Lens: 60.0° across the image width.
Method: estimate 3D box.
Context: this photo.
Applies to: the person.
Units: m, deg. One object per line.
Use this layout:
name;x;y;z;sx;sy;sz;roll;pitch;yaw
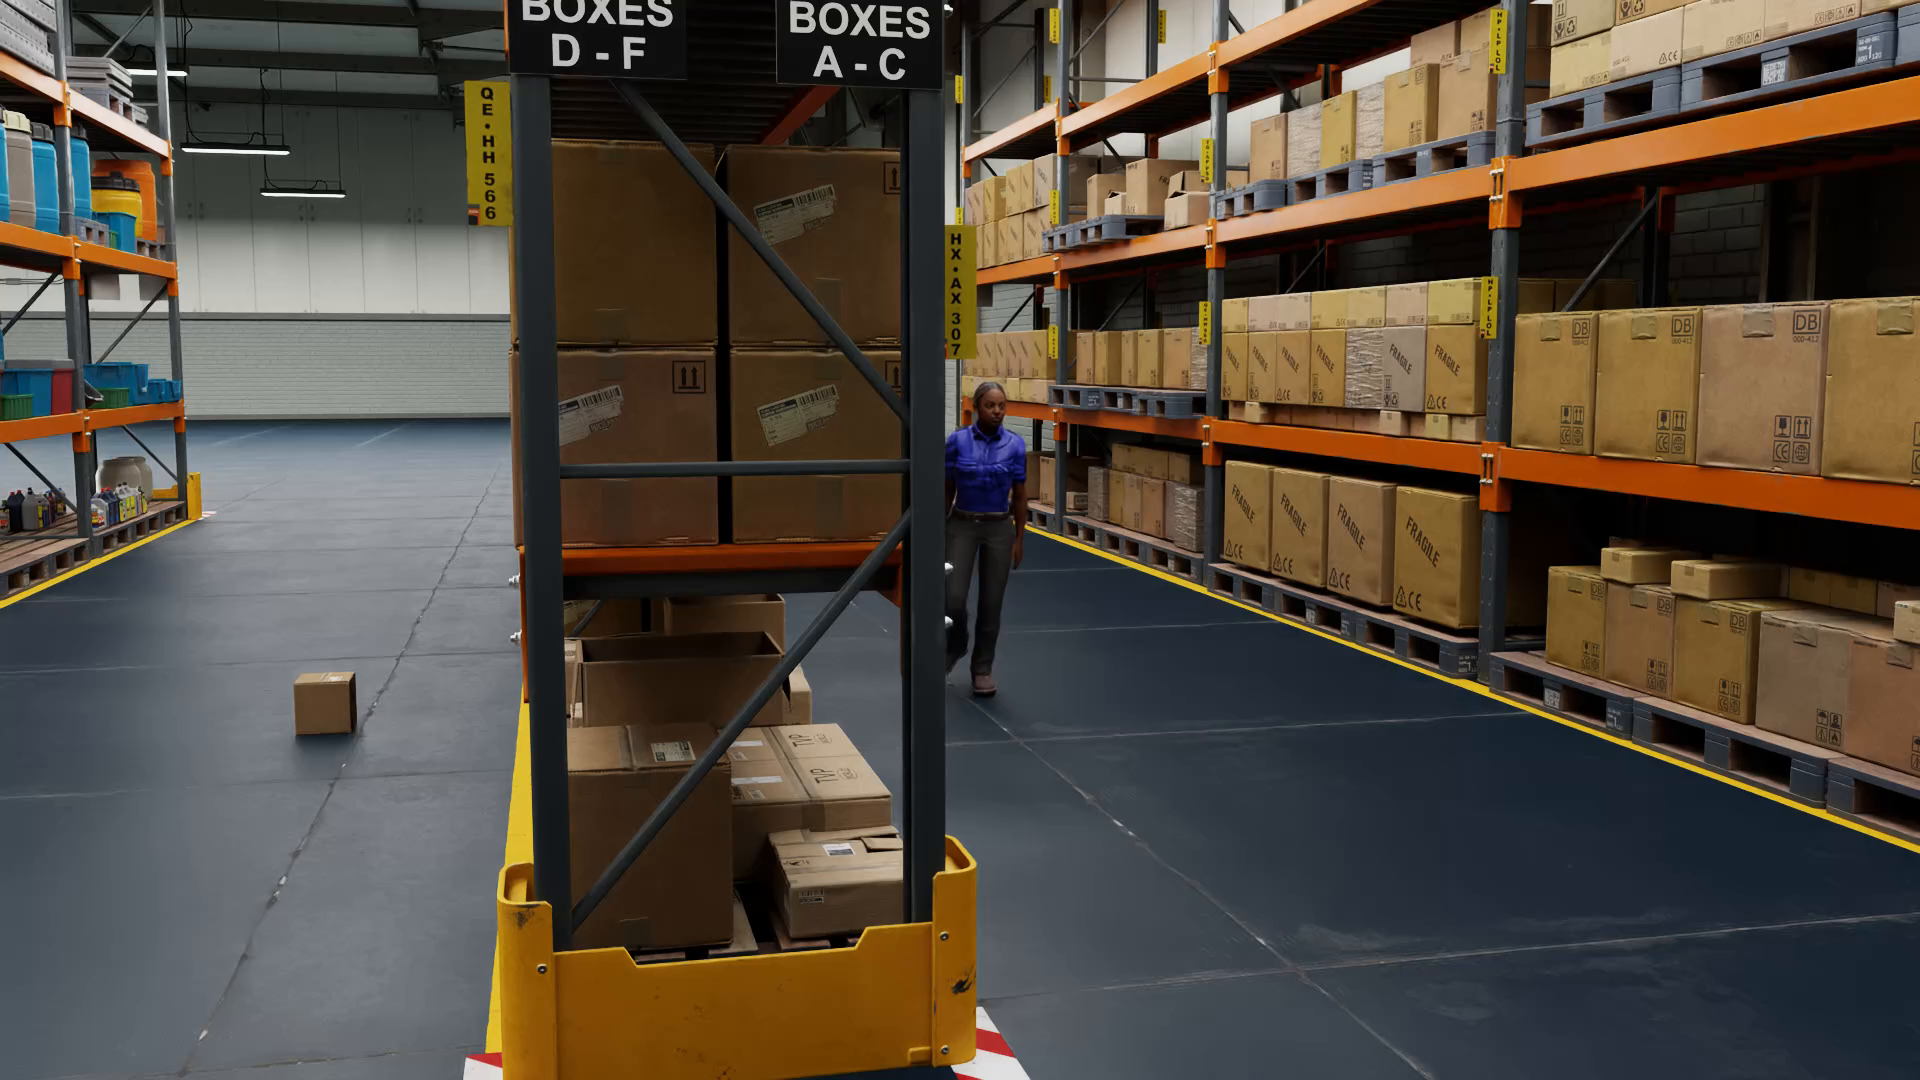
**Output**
person;0.112;-0.050;8.764;0.483;1.578;0.436;0;6;-4
